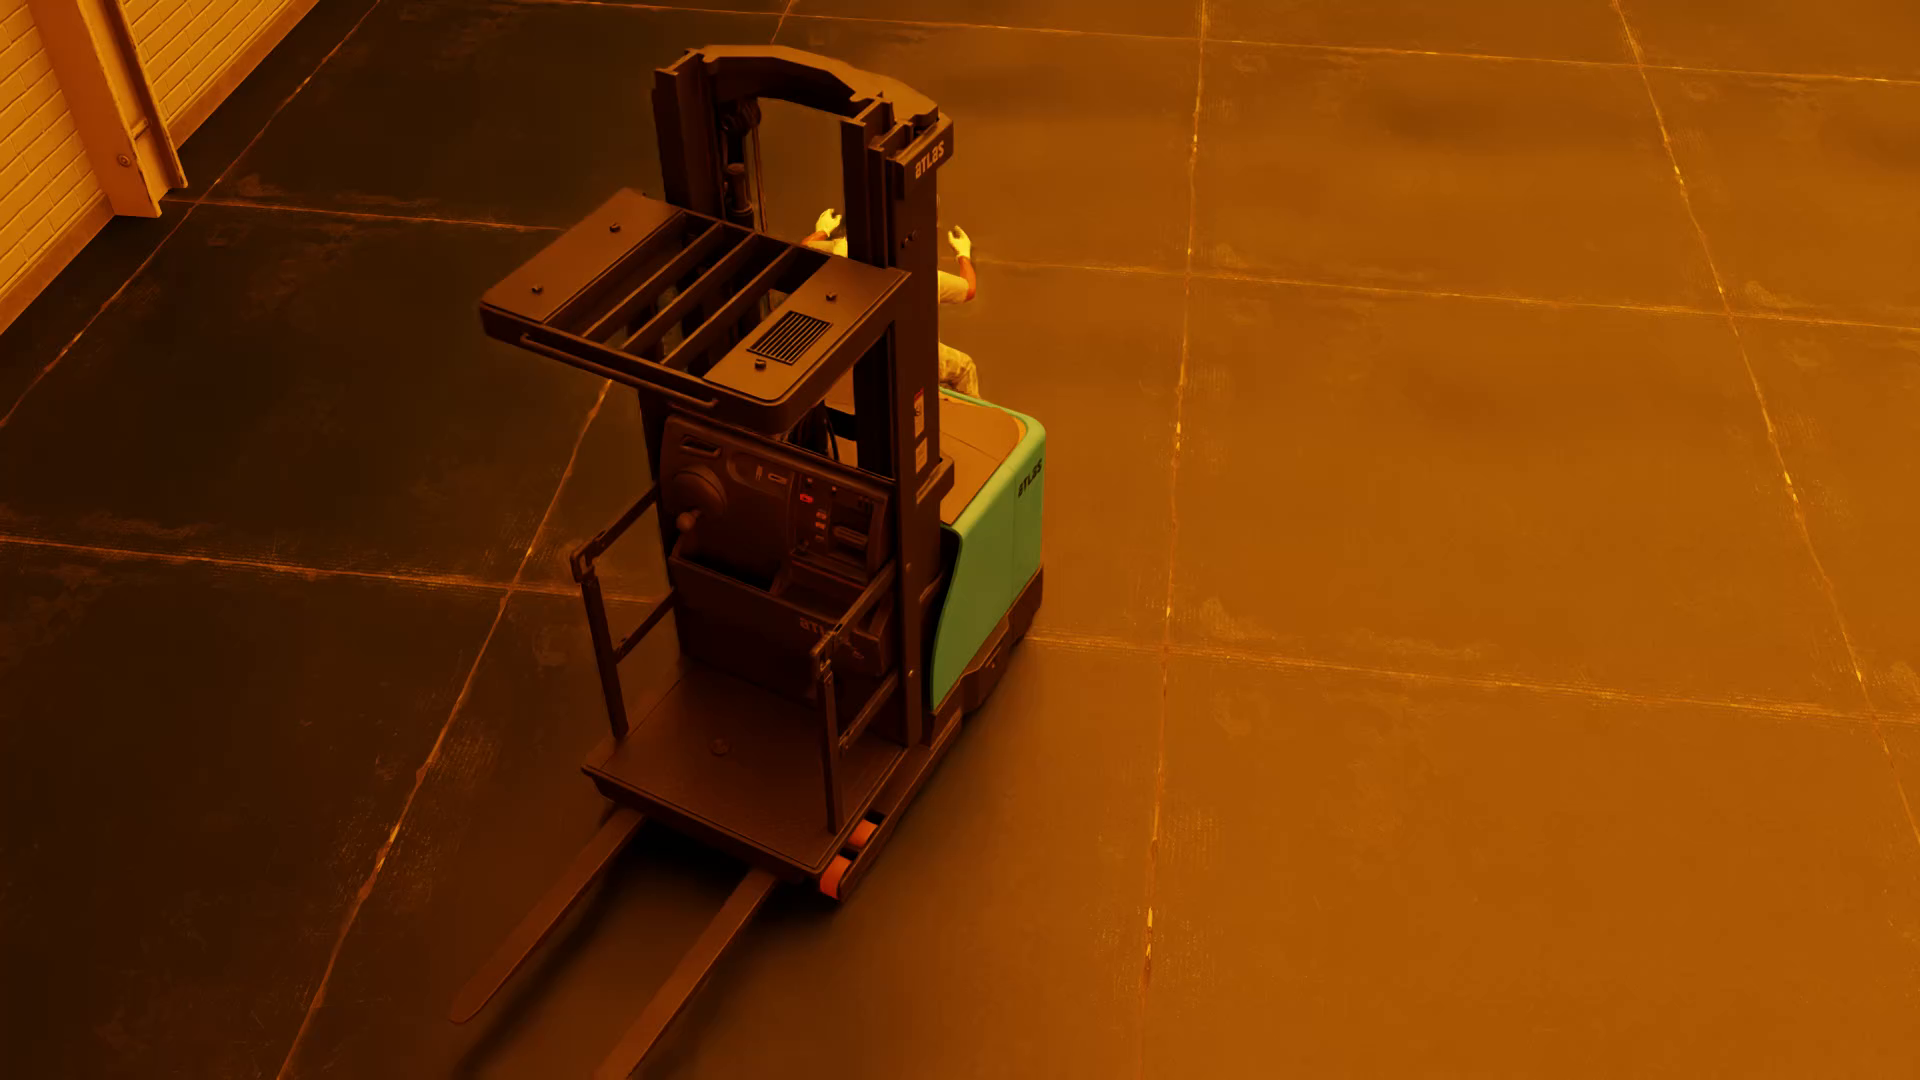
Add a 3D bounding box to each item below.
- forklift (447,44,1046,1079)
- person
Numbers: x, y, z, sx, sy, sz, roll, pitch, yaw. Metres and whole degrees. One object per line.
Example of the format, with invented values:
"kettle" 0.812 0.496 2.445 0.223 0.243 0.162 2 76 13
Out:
"forklift" -0.771 -0.055 5.785 1.130 2.935 3.031 20 46 20
"person" -0.285 -1.065 7.926 1.011 1.527 0.795 15 45 16
